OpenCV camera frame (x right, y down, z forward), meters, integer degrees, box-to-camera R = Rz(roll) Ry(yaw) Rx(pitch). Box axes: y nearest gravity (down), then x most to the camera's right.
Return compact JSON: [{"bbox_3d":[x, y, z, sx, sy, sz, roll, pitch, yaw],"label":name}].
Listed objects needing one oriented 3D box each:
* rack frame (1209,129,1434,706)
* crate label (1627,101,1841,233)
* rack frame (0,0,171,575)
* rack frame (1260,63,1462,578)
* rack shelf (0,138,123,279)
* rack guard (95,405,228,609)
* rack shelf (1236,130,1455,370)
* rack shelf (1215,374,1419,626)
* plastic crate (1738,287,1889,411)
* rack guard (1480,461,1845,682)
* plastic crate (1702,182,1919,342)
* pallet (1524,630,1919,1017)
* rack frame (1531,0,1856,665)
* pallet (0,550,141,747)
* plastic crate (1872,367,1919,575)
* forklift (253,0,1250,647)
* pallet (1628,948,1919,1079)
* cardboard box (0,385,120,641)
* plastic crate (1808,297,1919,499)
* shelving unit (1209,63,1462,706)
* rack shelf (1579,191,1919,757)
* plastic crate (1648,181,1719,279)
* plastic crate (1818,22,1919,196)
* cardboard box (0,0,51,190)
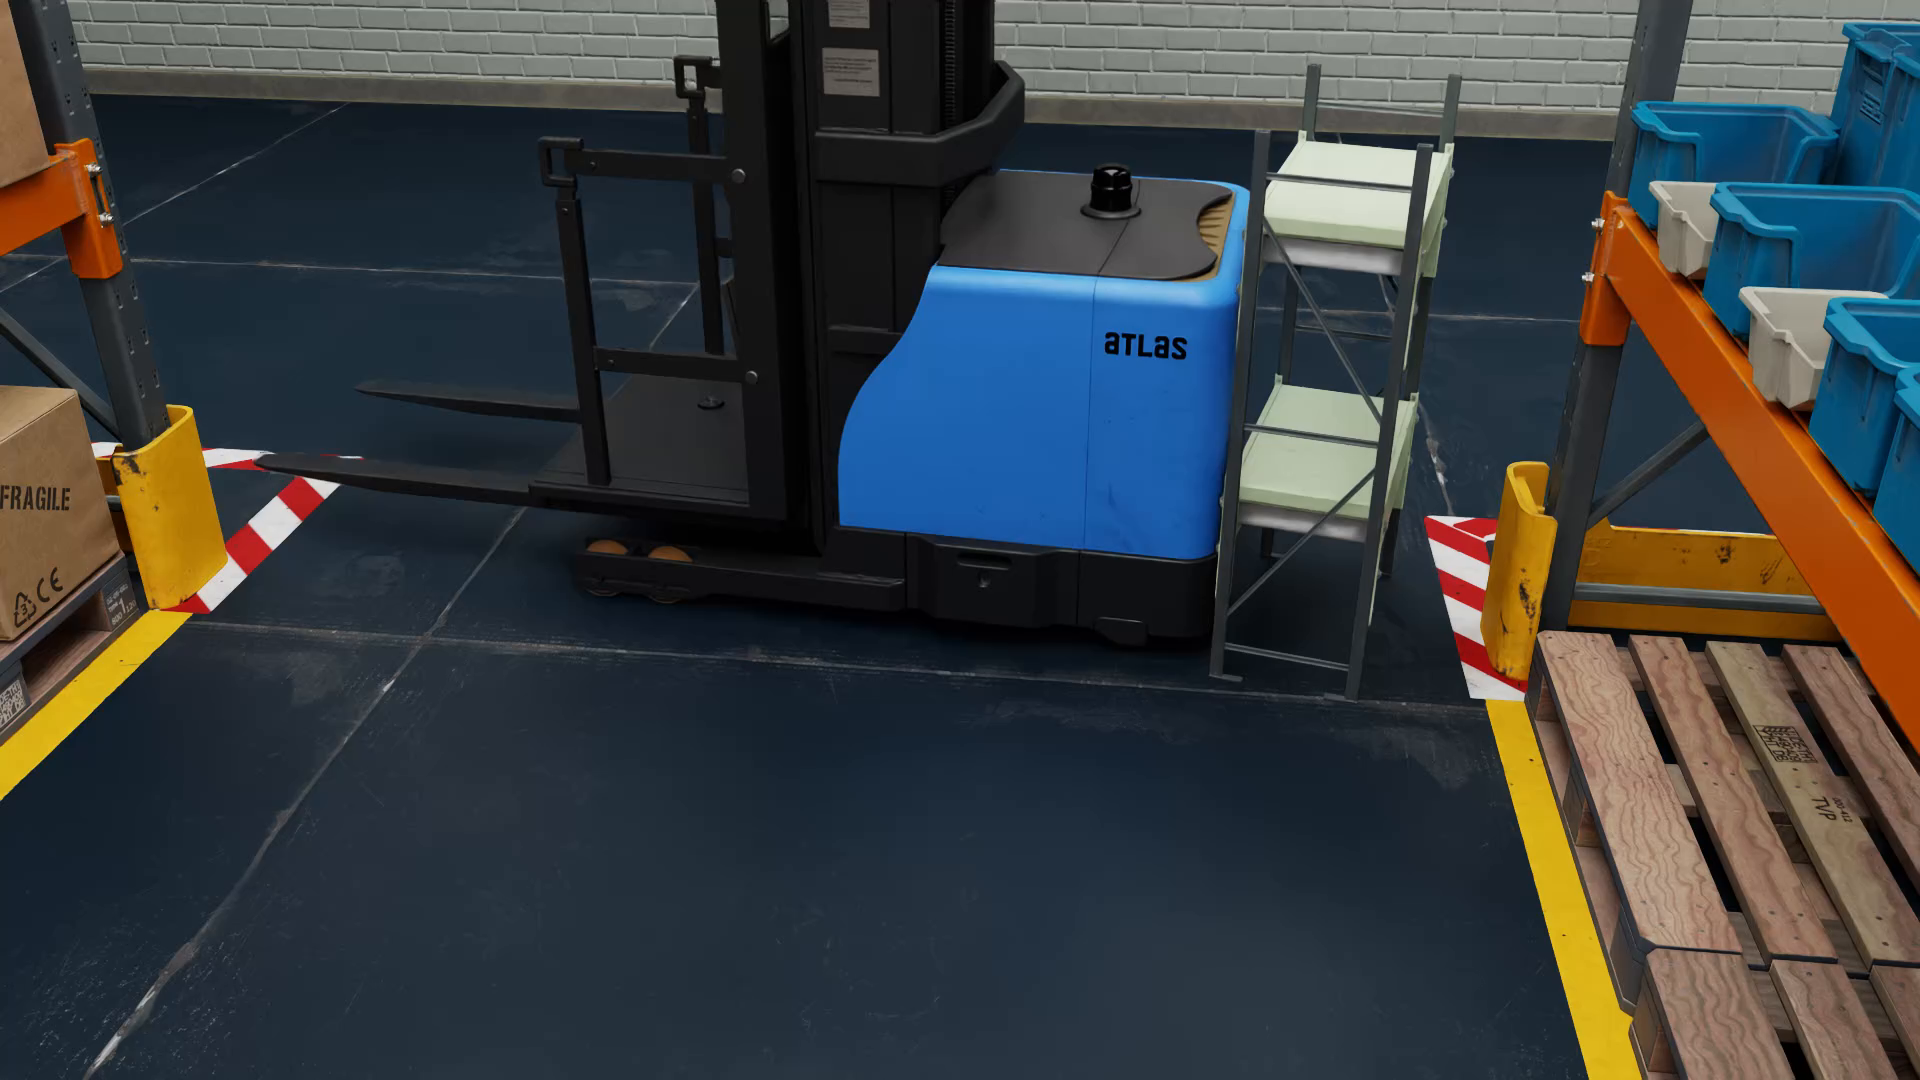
[{"bbox_3d":[0.873,-0.256,4.144,0.400,1.500,0.023,10,30,17],"label":"rack frame"},{"bbox_3d":[1.718,-0.830,3.742,0.416,0.233,0.303,3,28,6],"label":"crate label"},{"bbox_3d":[-2.841,-1.264,4.434,1.000,3.000,0.127,3,28,6],"label":"rack frame"},{"bbox_3d":[1.121,-0.583,4.750,0.400,1.500,0.023,10,30,17],"label":"rack frame"},{"bbox_3d":[-3.086,-0.006,2.858,1.077,0.370,4.000,3,28,6],"label":"rack shelf"},{"bbox_3d":[-2.850,-0.128,4.961,1.175,0.500,0.348,3,28,6],"label":"rack guard"},{"bbox_3d":[0.997,-0.763,4.262,0.431,0.370,0.720,10,30,17],"label":"rack shelf"},{"bbox_3d":[0.997,-0.132,4.602,0.431,0.370,0.720,10,30,17],"label":"rack shelf"},{"bbox_3d":[1.513,-0.323,2.901,0.250,0.136,0.298,3,28,6],"label":"plastic crate"},{"bbox_3d":[2.065,0.114,4.512,1.175,0.500,0.348,3,28,6],"label":"rack guard"},{"bbox_3d":[1.637,-0.521,3.167,0.416,0.233,0.300,3,28,6],"label":"plastic crate"},{"bbox_3d":[1.935,0.639,3.842,1.003,0.211,1.213,3,28,6],"label":"pallet"},{"bbox_3d":[2.075,-0.975,3.897,1.000,3.000,0.127,3,28,6],"label":"rack frame"},{"bbox_3d":[-2.947,0.374,4.333,1.003,0.211,1.213,3,28,6],"label":"pallet"},{"bbox_3d":[1.520,-0.069,2.329,0.416,0.233,0.300,3,28,6],"label":"plastic crate"},{"bbox_3d":[-0.675,-1.340,4.646,3.031,2.935,1.130,6,29,11],"label":"forklift"},{"bbox_3d":[1.783,1.211,2.779,1.003,0.211,1.213,3,28,6],"label":"pallet"},{"bbox_3d":[-2.663,-0.087,4.421,0.500,0.500,0.500,3,28,6],"label":"cardboard box"},{"bbox_3d":[1.557,-0.211,2.592,0.416,0.233,0.300,3,28,6],"label":"plastic crate"},{"bbox_3d":[0.997,-0.419,4.447,0.431,1.500,0.755,10,30,17],"label":"shelving unit"},{"bbox_3d":[1.830,0.283,2.320,1.077,0.370,4.000,3,28,6],"label":"rack shelf"},{"bbox_3d":[1.597,-0.642,3.494,0.250,0.136,0.298,3,28,6],"label":"plastic crate"},{"bbox_3d":[2.219,-0.848,3.562,0.616,0.435,0.499,3,28,6],"label":"plastic crate"},{"bbox_3d":[-2.625,-1.082,3.990,0.500,0.500,0.500,4,29,8],"label":"cardboard box"}]
